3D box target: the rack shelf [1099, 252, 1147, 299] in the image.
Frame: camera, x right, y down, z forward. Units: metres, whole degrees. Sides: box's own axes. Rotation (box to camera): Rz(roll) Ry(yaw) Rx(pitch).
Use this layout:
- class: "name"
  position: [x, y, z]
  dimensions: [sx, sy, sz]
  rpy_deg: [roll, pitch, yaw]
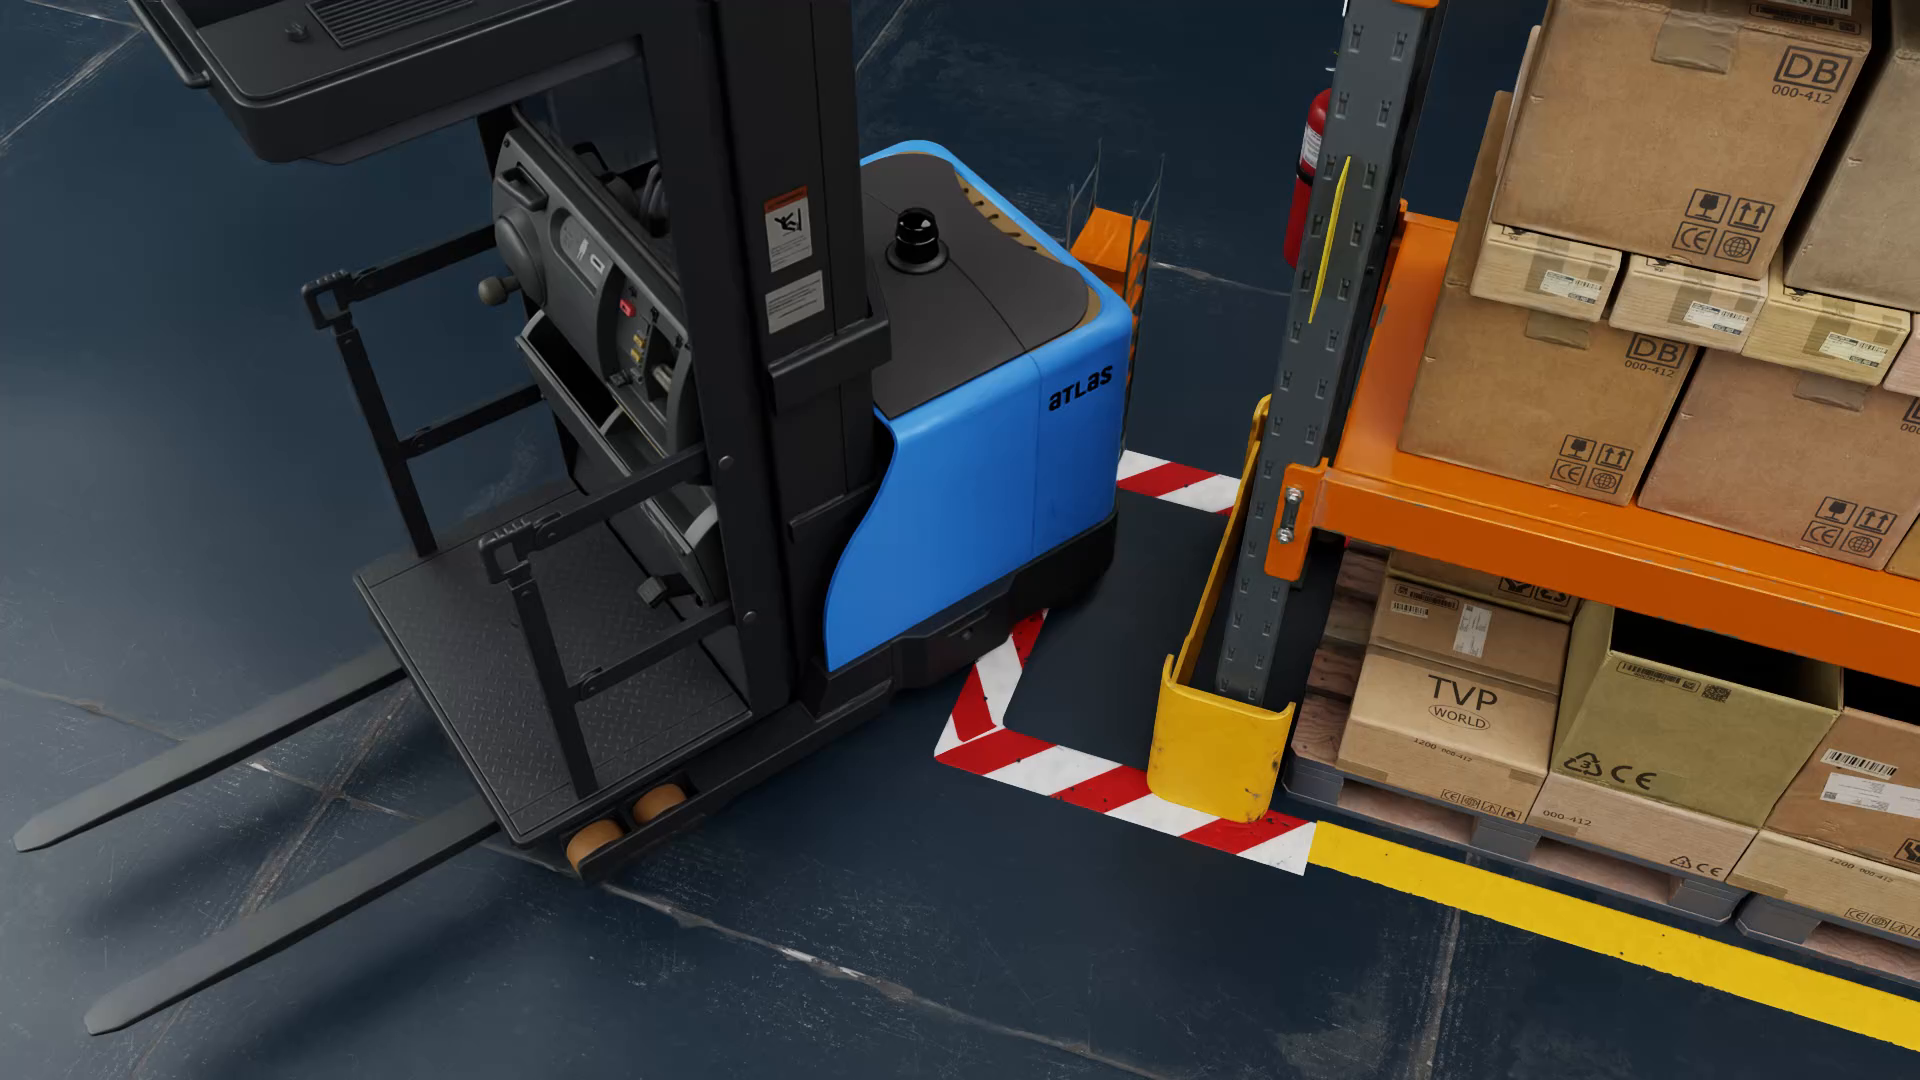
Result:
- class: "rack shelf"
  position: [0.422, -0.747, 4.842]
  dimensions: [0.180, 0.103, 0.258]
  rpy_deg: [18, 52, 14]

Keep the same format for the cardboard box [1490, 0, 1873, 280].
- class: "cardboard box"
  position: [1.374, -0.954, 3.167]
  dimensions: [0.500, 0.500, 0.700]
  rpy_deg: [16, 51, 13]

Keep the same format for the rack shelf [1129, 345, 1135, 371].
- class: "rack shelf"
  position: [0.416, -0.513, 5.116]
  dimensions: [0.180, 0.103, 0.258]
  rpy_deg: [18, 52, 14]

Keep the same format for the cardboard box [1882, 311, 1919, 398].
- class: "cardboard box"
  position: [1.903, -0.430, 3.142]
  dimensions: [0.250, 0.149, 0.380]
  rpy_deg: [15, 51, 13]

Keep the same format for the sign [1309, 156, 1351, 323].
- class: "sign"
  position: [0.693, -0.559, 3.124]
  dimensions: [0.005, 0.325, 0.100]
  rpy_deg: [16, 51, 13]

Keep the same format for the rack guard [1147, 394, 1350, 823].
- class: "rack guard"
  position: [0.869, 0.171, 4.771]
  dimensions: [0.348, 0.500, 1.175]
  rpy_deg: [16, 51, 13]

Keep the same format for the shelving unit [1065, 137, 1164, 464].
- class: "shelving unit"
  position: [0.419, -0.620, 4.991]
  dimensions: [0.189, 1.200, 0.258]
  rpy_deg: [18, 52, 14]

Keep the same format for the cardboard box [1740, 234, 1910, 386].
- class: "cardboard box"
  position: [1.667, -0.498, 3.201]
  dimensions: [0.250, 0.149, 0.380]
  rpy_deg: [16, 51, 13]

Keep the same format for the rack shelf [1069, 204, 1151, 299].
- class: "rack shelf"
  position: [0.425, -0.825, 4.751]
  dimensions: [0.180, 0.103, 0.258]
  rpy_deg: [18, 52, 14]

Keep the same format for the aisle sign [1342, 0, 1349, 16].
- class: "aisle sign"
  position: [0.723, -1.293, 2.665]
  dimensions: [0.004, 0.787, 0.394]
  rpy_deg: [16, 51, 13]

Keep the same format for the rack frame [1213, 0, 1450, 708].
- class: "rack frame"
  position: [0.891, -0.641, 3.821]
  dimensions: [0.127, 3.000, 1.000]
  rpy_deg: [16, 51, 13]

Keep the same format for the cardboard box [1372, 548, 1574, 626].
- class: "cardboard box"
  position: [1.497, 0.052, 4.761]
  dimensions: [0.500, 0.250, 0.500]
  rpy_deg: [16, 51, 13]

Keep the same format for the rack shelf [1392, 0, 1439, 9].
- class: "rack shelf"
  position: [2.767, -0.865, 2.505]
  dimensions: [4.000, 0.370, 1.077]
  rpy_deg: [16, 51, 13]

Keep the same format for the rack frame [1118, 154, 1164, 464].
- class: "rack frame"
  position: [0.503, -0.592, 4.969]
  dimensions: [0.006, 1.200, 0.240]
  rpy_deg: [18, 52, 14]

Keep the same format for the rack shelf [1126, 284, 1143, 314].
- class: "rack shelf"
  position: [0.420, -0.669, 4.933]
  dimensions: [0.180, 0.103, 0.258]
  rpy_deg: [18, 52, 14]

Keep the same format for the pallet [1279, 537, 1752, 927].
- class: "pallet"
  position: [1.623, 0.442, 4.727]
  dimensions: [1.213, 0.211, 1.003]
  rpy_deg: [16, 51, 13]

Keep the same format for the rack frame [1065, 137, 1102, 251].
- class: "rack frame"
  position: [0.334, -0.648, 5.013]
  dimensions: [0.006, 1.200, 0.240]
  rpy_deg: [18, 52, 14]

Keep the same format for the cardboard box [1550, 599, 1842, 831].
- class: "cardboard box"
  position: [1.787, 0.304, 4.047]
  dimensions: [0.500, 0.500, 0.500]
  rpy_deg: [16, 51, 13]

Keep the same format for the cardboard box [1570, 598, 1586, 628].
- class: "cardboard box"
  position: [1.970, 0.175, 4.655]
  dimensions: [0.500, 0.250, 0.500]
  rpy_deg: [16, 51, 13]

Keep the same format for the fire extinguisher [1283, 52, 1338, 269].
- class: "fire extinguisher"
  position: [0.941, -0.976, 4.162]
  dimensions: [0.183, 0.674, 0.296]
  rpy_deg: [16, 51, 13]

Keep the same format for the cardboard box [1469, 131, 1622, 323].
- class: "cardboard box"
  position: [1.185, -0.631, 3.317]
  dimensions: [0.250, 0.149, 0.380]
  rpy_deg: [15, 51, 13]

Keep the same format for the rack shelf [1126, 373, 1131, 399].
- class: "rack shelf"
  position: [0.413, -0.435, 5.207]
  dimensions: [0.180, 0.103, 0.258]
  rpy_deg: [18, 52, 14]

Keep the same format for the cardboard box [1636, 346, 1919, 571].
- class: "cardboard box"
  position: [1.819, -0.409, 3.553]
  dimensions: [0.500, 0.500, 0.700]
  rpy_deg: [17, 51, 14]

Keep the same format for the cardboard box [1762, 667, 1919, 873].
- class: "cardboard box"
  position: [2.260, 0.425, 3.942]
  dimensions: [0.500, 0.500, 0.500]
  rpy_deg: [16, 51, 13]

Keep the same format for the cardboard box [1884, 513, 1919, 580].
- class: "cardboard box"
  position: [2.283, -0.275, 3.437]
  dimensions: [0.500, 0.500, 0.700]
  rpy_deg: [16, 51, 13]

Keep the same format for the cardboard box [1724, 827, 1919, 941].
- class: "cardboard box"
  position: [2.256, 0.679, 4.218]
  dimensions: [0.500, 0.250, 0.500]
  rpy_deg: [16, 51, 13]

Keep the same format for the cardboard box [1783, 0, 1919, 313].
- class: "cardboard box"
  position: [1.869, -0.820, 3.051]
  dimensions: [0.500, 0.500, 0.700]
  rpy_deg: [14, 51, 12]

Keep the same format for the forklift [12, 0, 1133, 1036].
- class: "forklift"
  position: [-1.022, -0.509, 3.752]
  dimensions: [3.031, 2.935, 1.130]
  rpy_deg: [-28, 55, -22]

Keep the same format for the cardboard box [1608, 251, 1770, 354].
- class: "cardboard box"
  position: [1.433, -0.564, 3.258]
  dimensions: [0.250, 0.149, 0.380]
  rpy_deg: [14, 51, 12]

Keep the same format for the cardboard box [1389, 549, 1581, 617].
- class: "cardboard box"
  position: [1.497, -0.195, 4.479]
  dimensions: [0.500, 0.500, 0.500]
  rpy_deg: [16, 51, 13]

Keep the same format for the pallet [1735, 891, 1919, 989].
- class: "pallet"
  position: [2.764, 0.763, 4.449]
  dimensions: [1.213, 0.211, 1.003]
  rpy_deg: [16, 51, 13]

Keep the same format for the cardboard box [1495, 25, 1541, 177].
- class: "cardboard box"
  position: [1.316, -0.922, 3.568]
  dimensions: [0.250, 0.149, 0.380]
  rpy_deg: [15, 51, 13]

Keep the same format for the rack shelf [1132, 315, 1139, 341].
- class: "rack shelf"
  position: [0.418, -0.591, 5.024]
  dimensions: [0.180, 0.103, 0.258]
  rpy_deg: [18, 52, 14]

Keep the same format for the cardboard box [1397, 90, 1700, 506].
- class: "cardboard box"
  position: [1.325, -0.543, 3.669]
  dimensions: [0.500, 0.500, 0.700]
  rpy_deg: [16, 51, 13]

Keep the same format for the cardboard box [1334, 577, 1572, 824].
- class: "cardboard box"
  position: [1.317, 0.420, 4.443]
  dimensions: [0.500, 0.250, 0.500]
  rpy_deg: [16, 51, 13]

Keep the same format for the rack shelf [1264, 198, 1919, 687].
- class: "rack shelf"
  position: [2.767, 0.118, 3.639]
  dimensions: [4.000, 0.370, 1.077]
  rpy_deg: [16, 51, 13]

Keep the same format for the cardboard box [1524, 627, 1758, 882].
- class: "cardboard box"
  position: [1.787, 0.548, 4.332]
  dimensions: [0.500, 0.250, 0.500]
  rpy_deg: [16, 51, 13]
